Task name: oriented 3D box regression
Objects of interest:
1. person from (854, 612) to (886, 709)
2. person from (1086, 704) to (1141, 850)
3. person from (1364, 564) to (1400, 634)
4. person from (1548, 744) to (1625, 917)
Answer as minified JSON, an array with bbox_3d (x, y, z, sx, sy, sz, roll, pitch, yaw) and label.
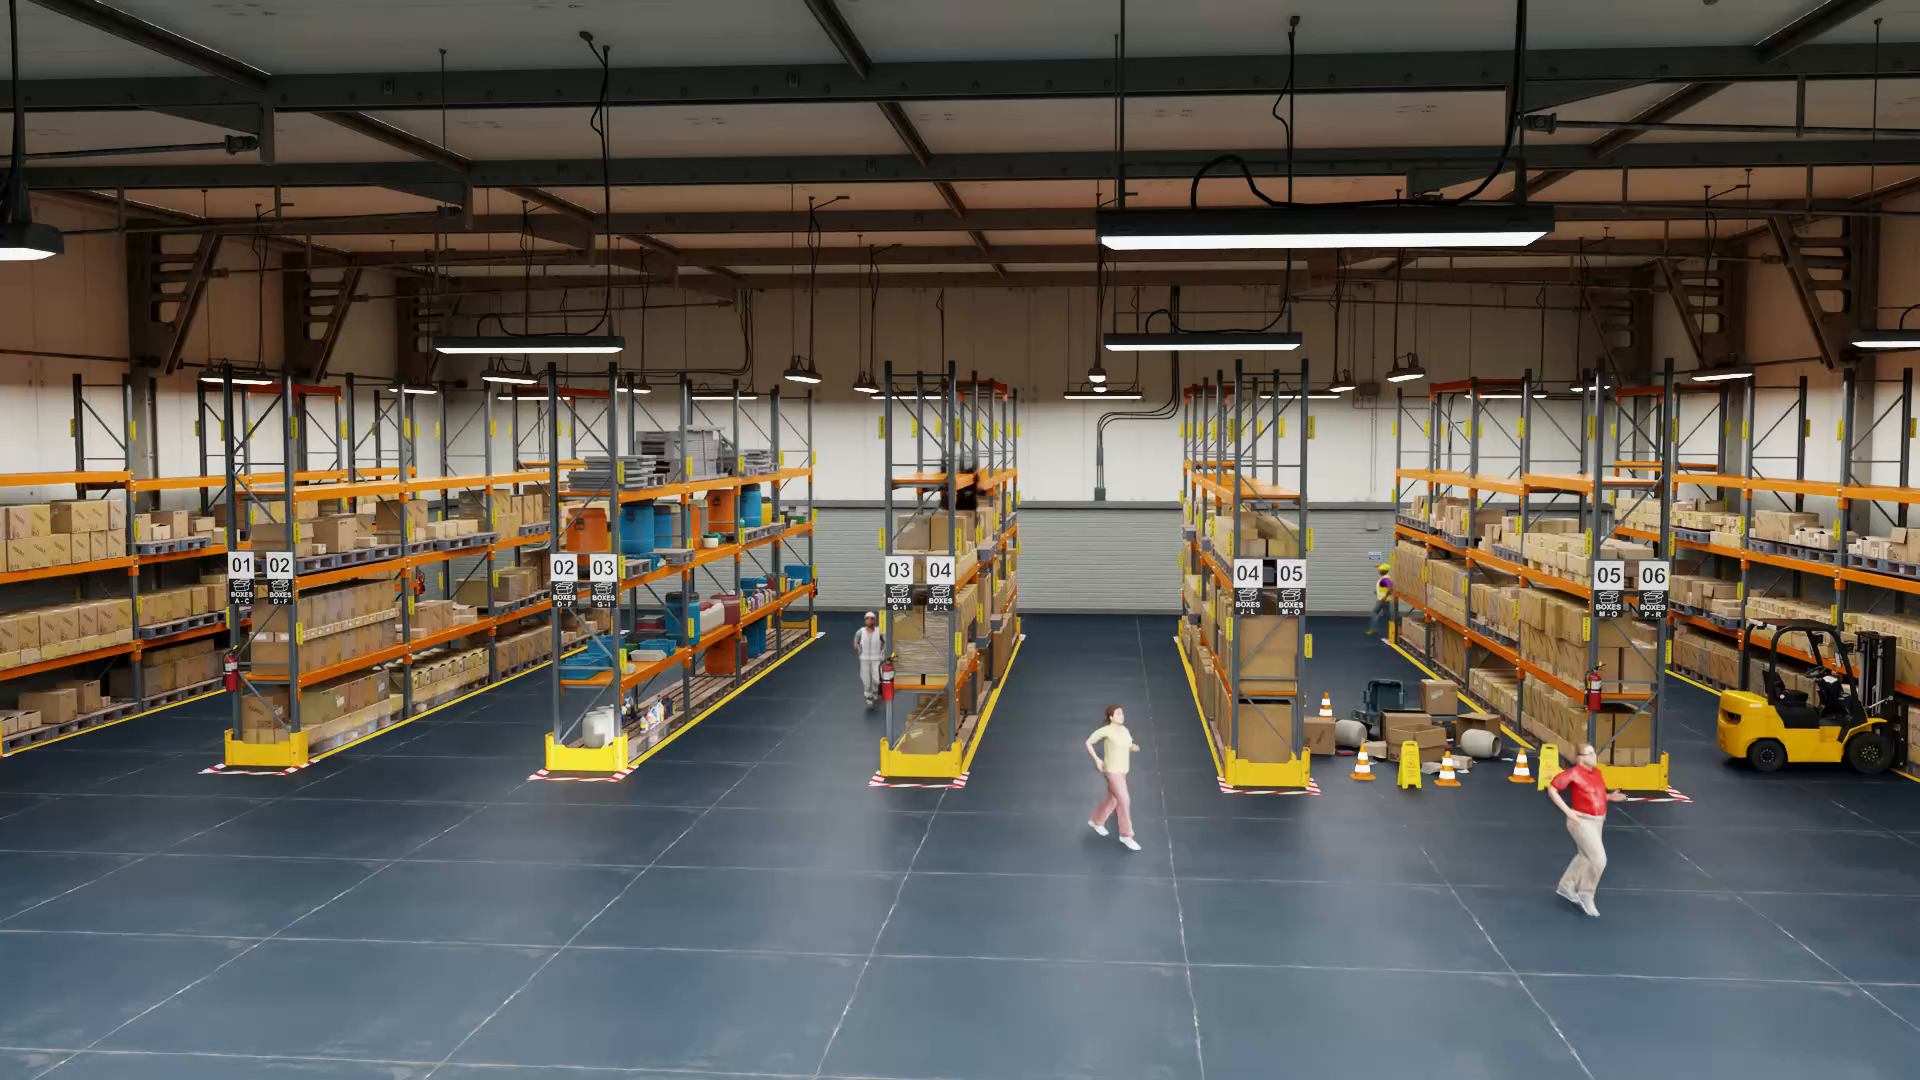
[{"bbox_3d":[-1.588,2.162,29.661,0.640,1.750,0.604,0,4,2],"label":"person"},{"bbox_3d":[1.874,2.829,20.113,0.872,1.703,0.560,3,5,42],"label":"person"},{"bbox_3d":[10.258,1.448,40.488,0.863,1.759,0.762,2,4,26],"label":"person"},{"bbox_3d":[6.536,3.053,17.317,0.633,1.718,0.725,-3,5,-42],"label":"person"}]
